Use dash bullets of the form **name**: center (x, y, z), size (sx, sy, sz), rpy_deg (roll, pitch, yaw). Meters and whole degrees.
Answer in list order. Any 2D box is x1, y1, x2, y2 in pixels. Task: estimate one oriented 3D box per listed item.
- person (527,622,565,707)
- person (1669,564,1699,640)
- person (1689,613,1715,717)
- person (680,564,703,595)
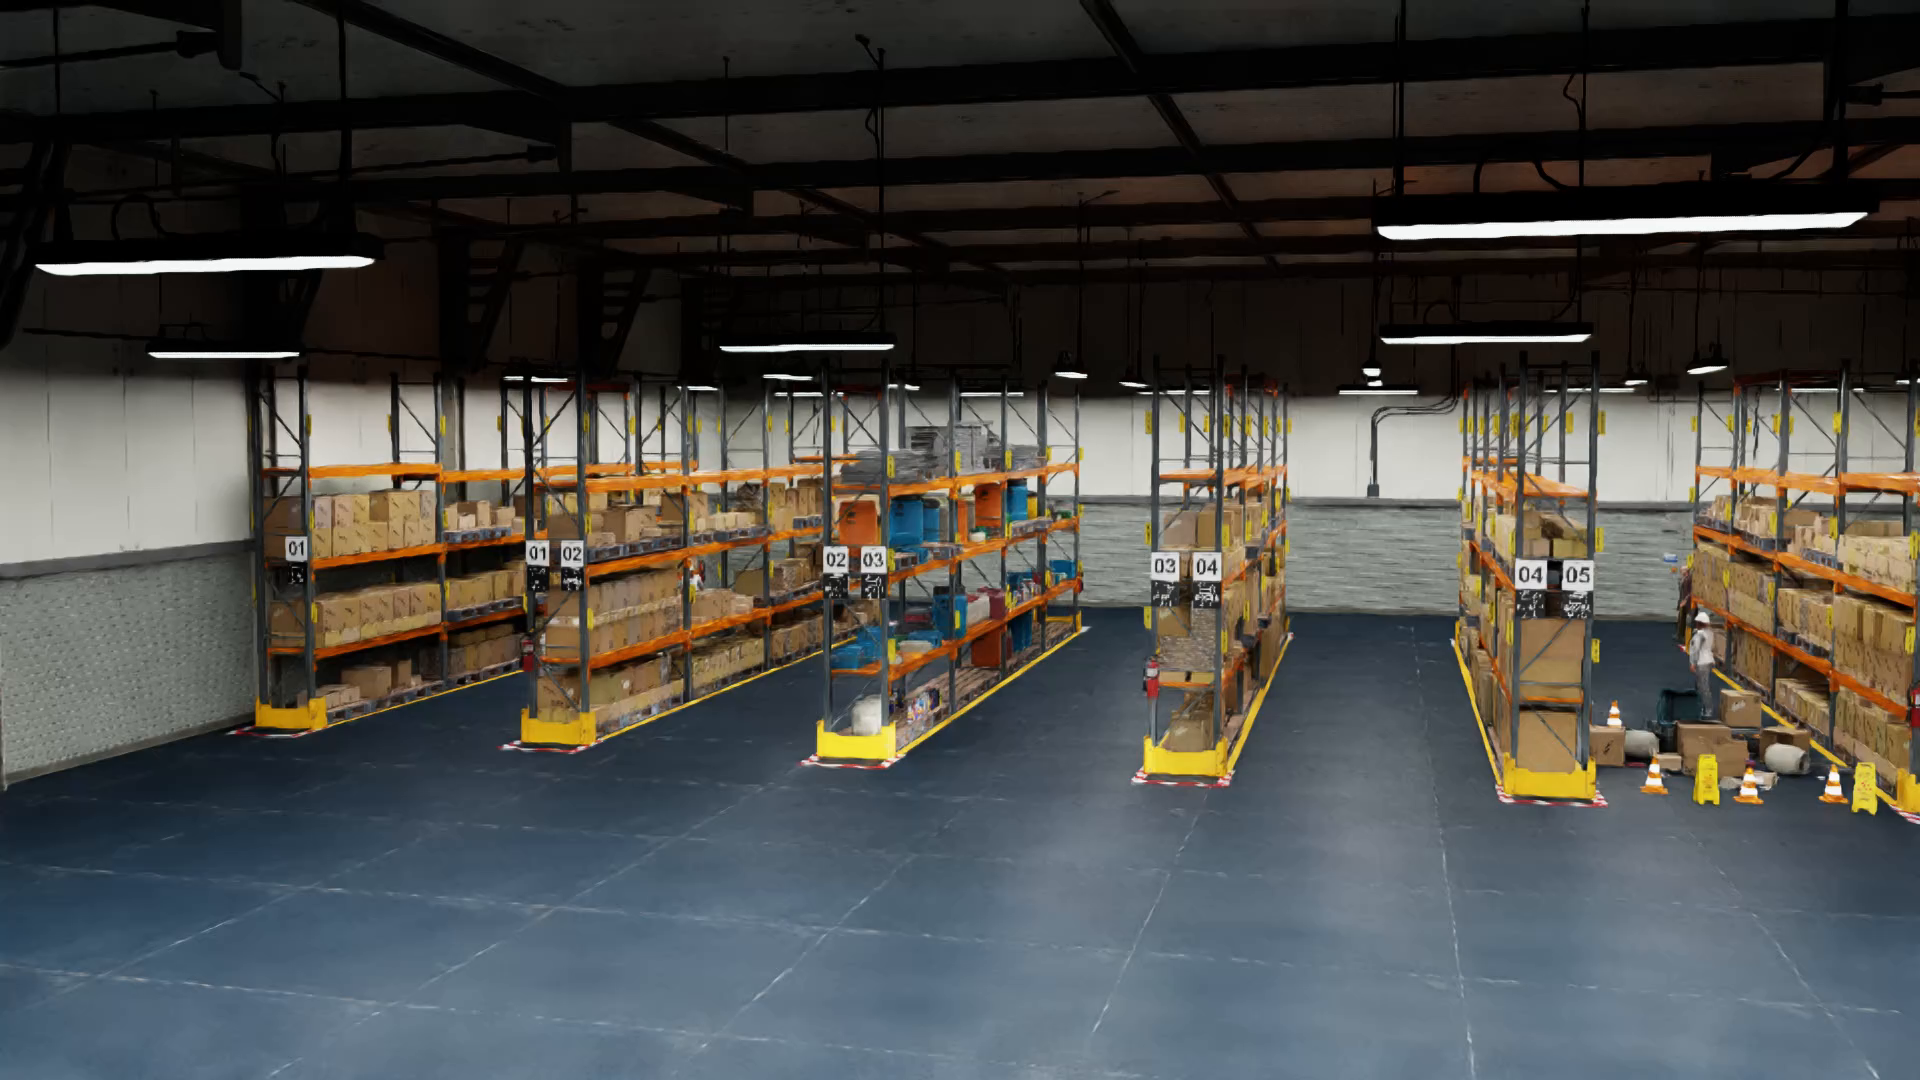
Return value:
- **person**: center (-7.243, 2.141, 29.498), size (0.482, 1.621, 0.997), rpy_deg (2, 4, 23)
- **person**: center (16.951, 1.451, 38.713), size (0.768, 1.770, 0.605), rpy_deg (-1, 4, -13)
- **person**: center (12.737, 2.128, 28.644), size (0.577, 1.768, 0.625), rpy_deg (3, 5, 40)
- **person**: center (-6.404, 1.410, 39.557), size (0.566, 1.706, 1.122), rpy_deg (1, 4, 17)
